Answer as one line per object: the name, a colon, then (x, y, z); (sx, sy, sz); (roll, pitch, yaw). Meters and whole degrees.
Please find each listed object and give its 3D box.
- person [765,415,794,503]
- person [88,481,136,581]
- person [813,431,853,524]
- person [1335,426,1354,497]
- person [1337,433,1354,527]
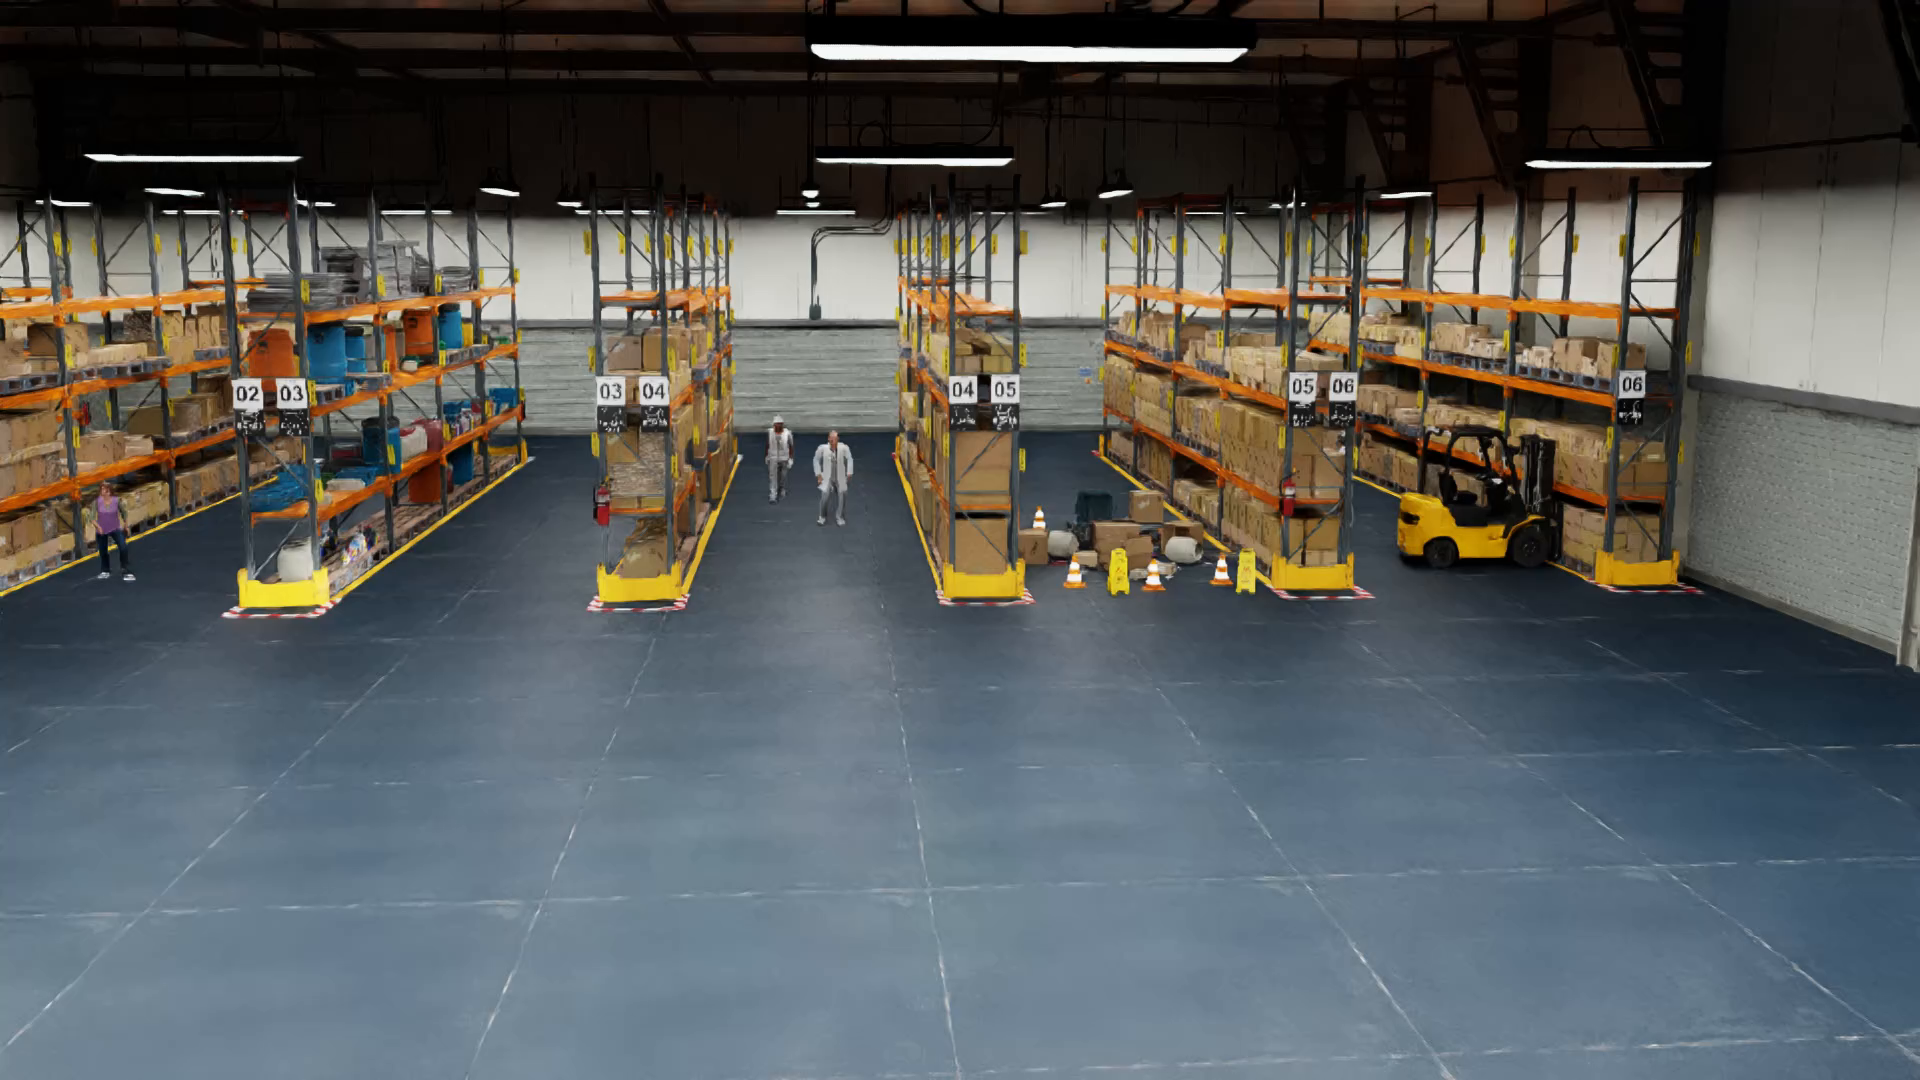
person: (-3.569, -1.624, 32.879); (0.564, 1.704, 1.112); (-1, 10, -6)
person: (-12.794, -0.143, 25.050); (0.568, 1.535, 0.739); (-5, 11, -26)
person: (-2.304, -1.136, 30.179); (0.729, 1.733, 0.546); (-1, 10, -5)
person: (7.677, -1.652, 33.392); (0.536, 1.590, 0.534); (4, 11, 19)
person: (6.889, -1.091, 30.004); (0.538, 1.665, 0.573); (5, 11, 26)
